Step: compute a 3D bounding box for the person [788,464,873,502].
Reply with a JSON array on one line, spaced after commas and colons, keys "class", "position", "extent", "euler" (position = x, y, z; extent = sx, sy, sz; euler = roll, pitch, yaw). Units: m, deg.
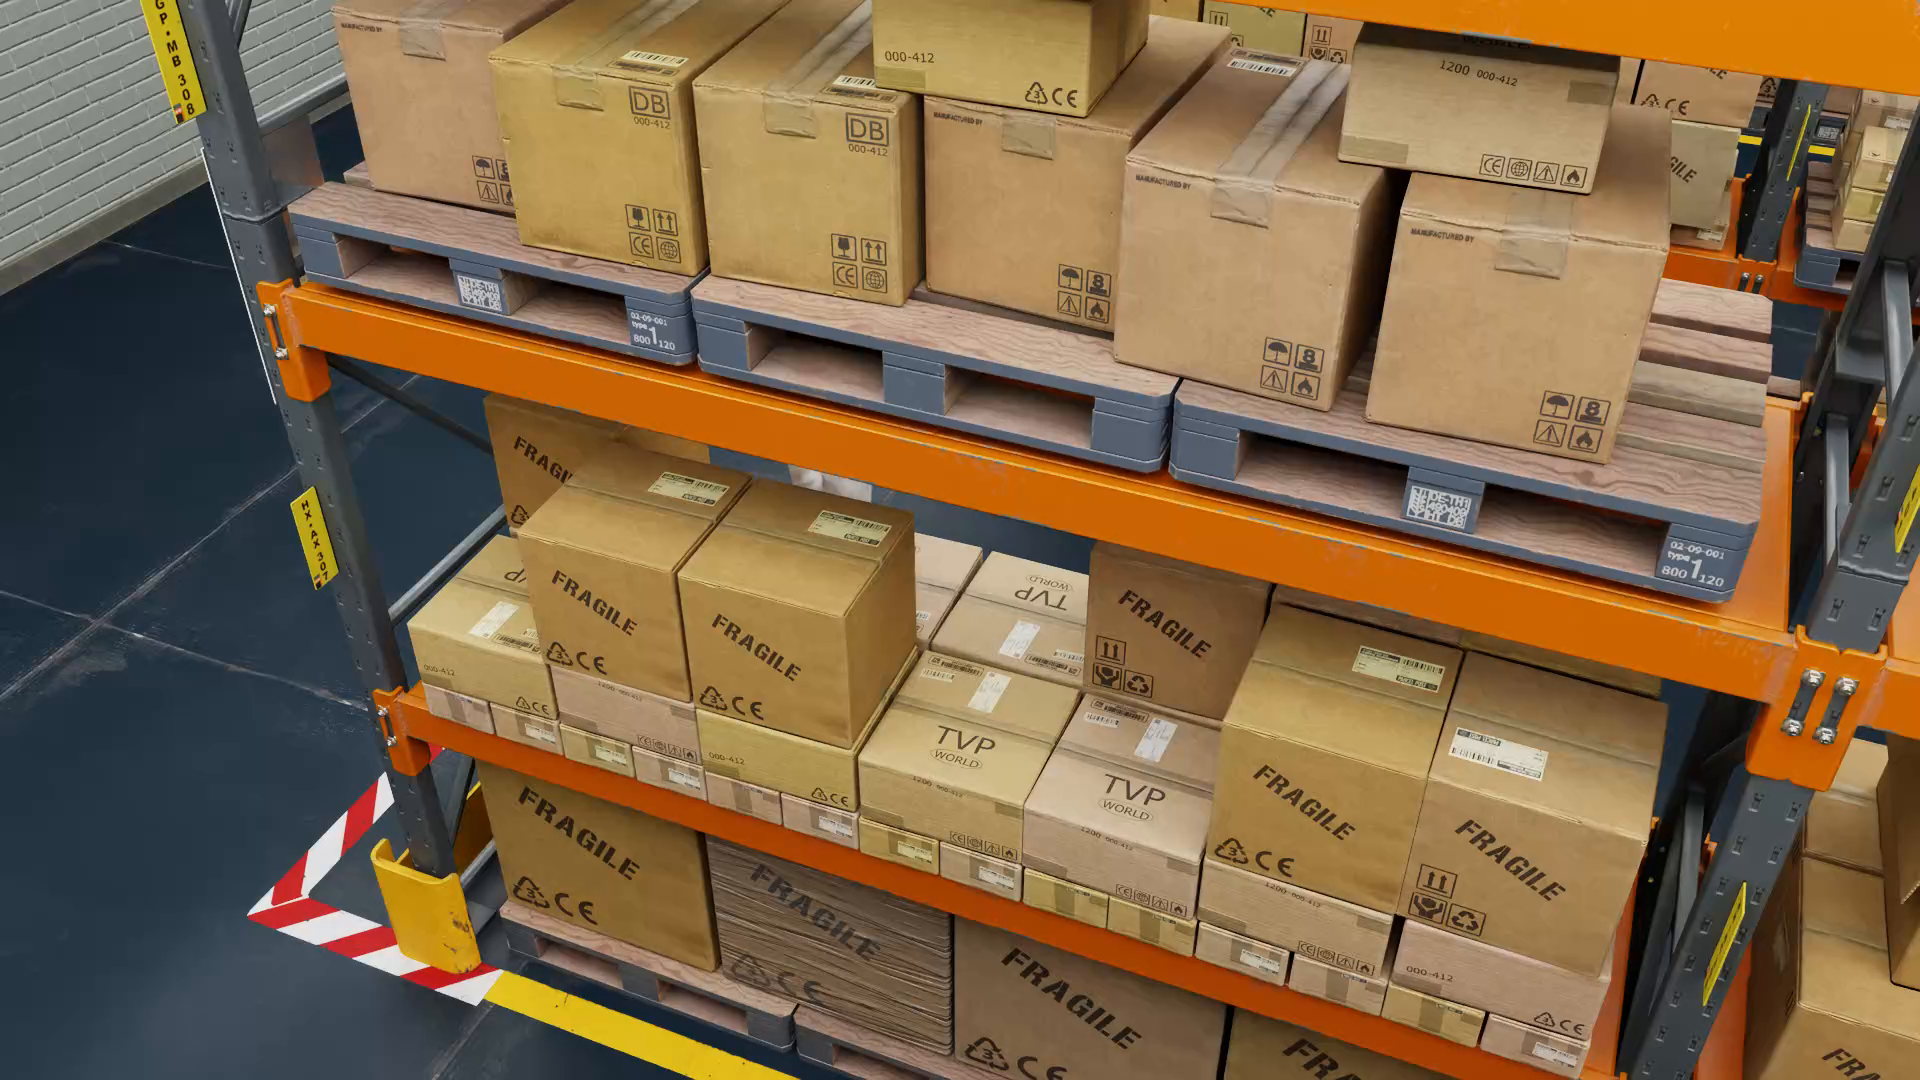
[{"class": "person", "position": [-0.581, -0.079, 7.090], "extent": [0.427, 1.592, 0.644], "euler": [14, 39, 17]}]
